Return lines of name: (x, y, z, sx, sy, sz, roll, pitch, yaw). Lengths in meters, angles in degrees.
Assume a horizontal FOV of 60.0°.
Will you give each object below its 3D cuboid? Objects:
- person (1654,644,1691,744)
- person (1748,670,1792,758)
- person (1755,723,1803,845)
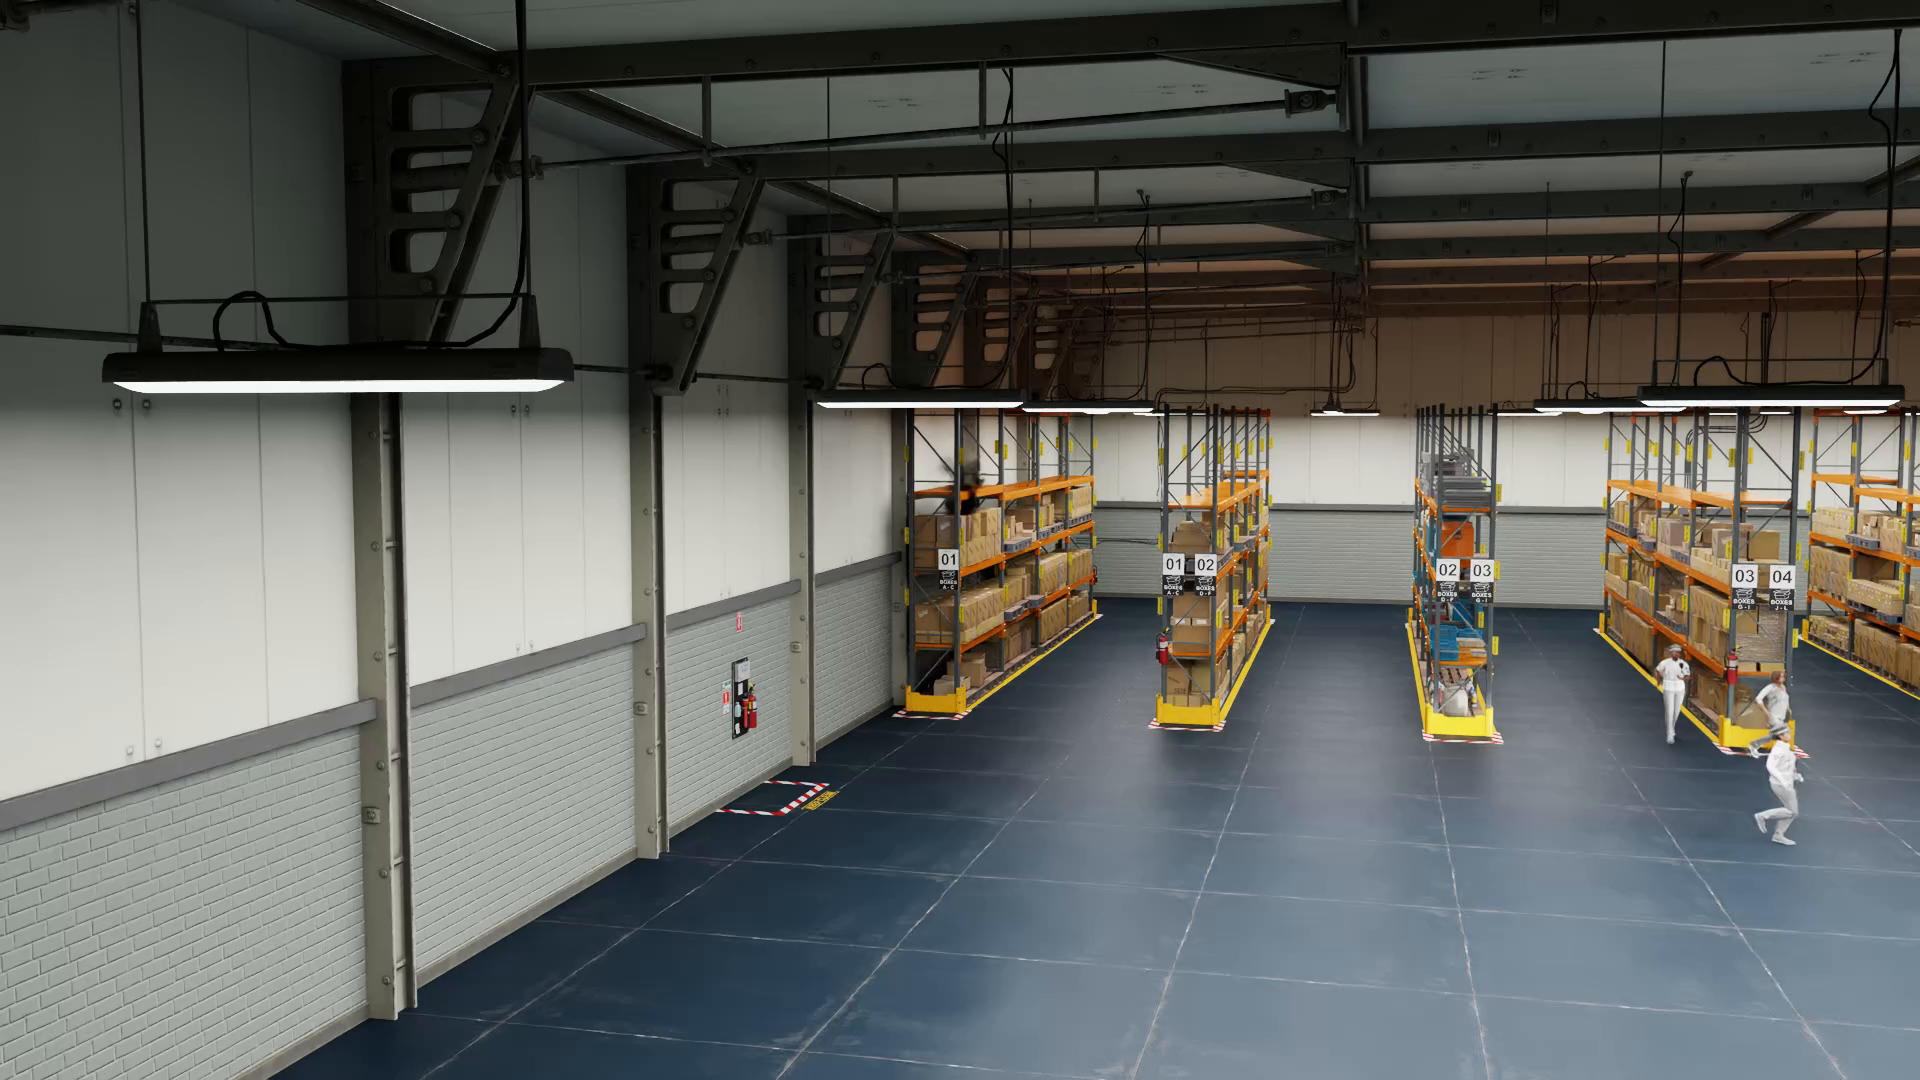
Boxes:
person: (12.693, 2.709, 29.576, 0.548, 1.715, 0.770, 1, 4, 10)
person: (13.399, 2.932, 27.408, 0.557, 1.593, 0.860, -3, 5, -32)
person: (11.047, 3.272, 22.417, 0.552, 1.657, 0.621, 3, 5, 32)
